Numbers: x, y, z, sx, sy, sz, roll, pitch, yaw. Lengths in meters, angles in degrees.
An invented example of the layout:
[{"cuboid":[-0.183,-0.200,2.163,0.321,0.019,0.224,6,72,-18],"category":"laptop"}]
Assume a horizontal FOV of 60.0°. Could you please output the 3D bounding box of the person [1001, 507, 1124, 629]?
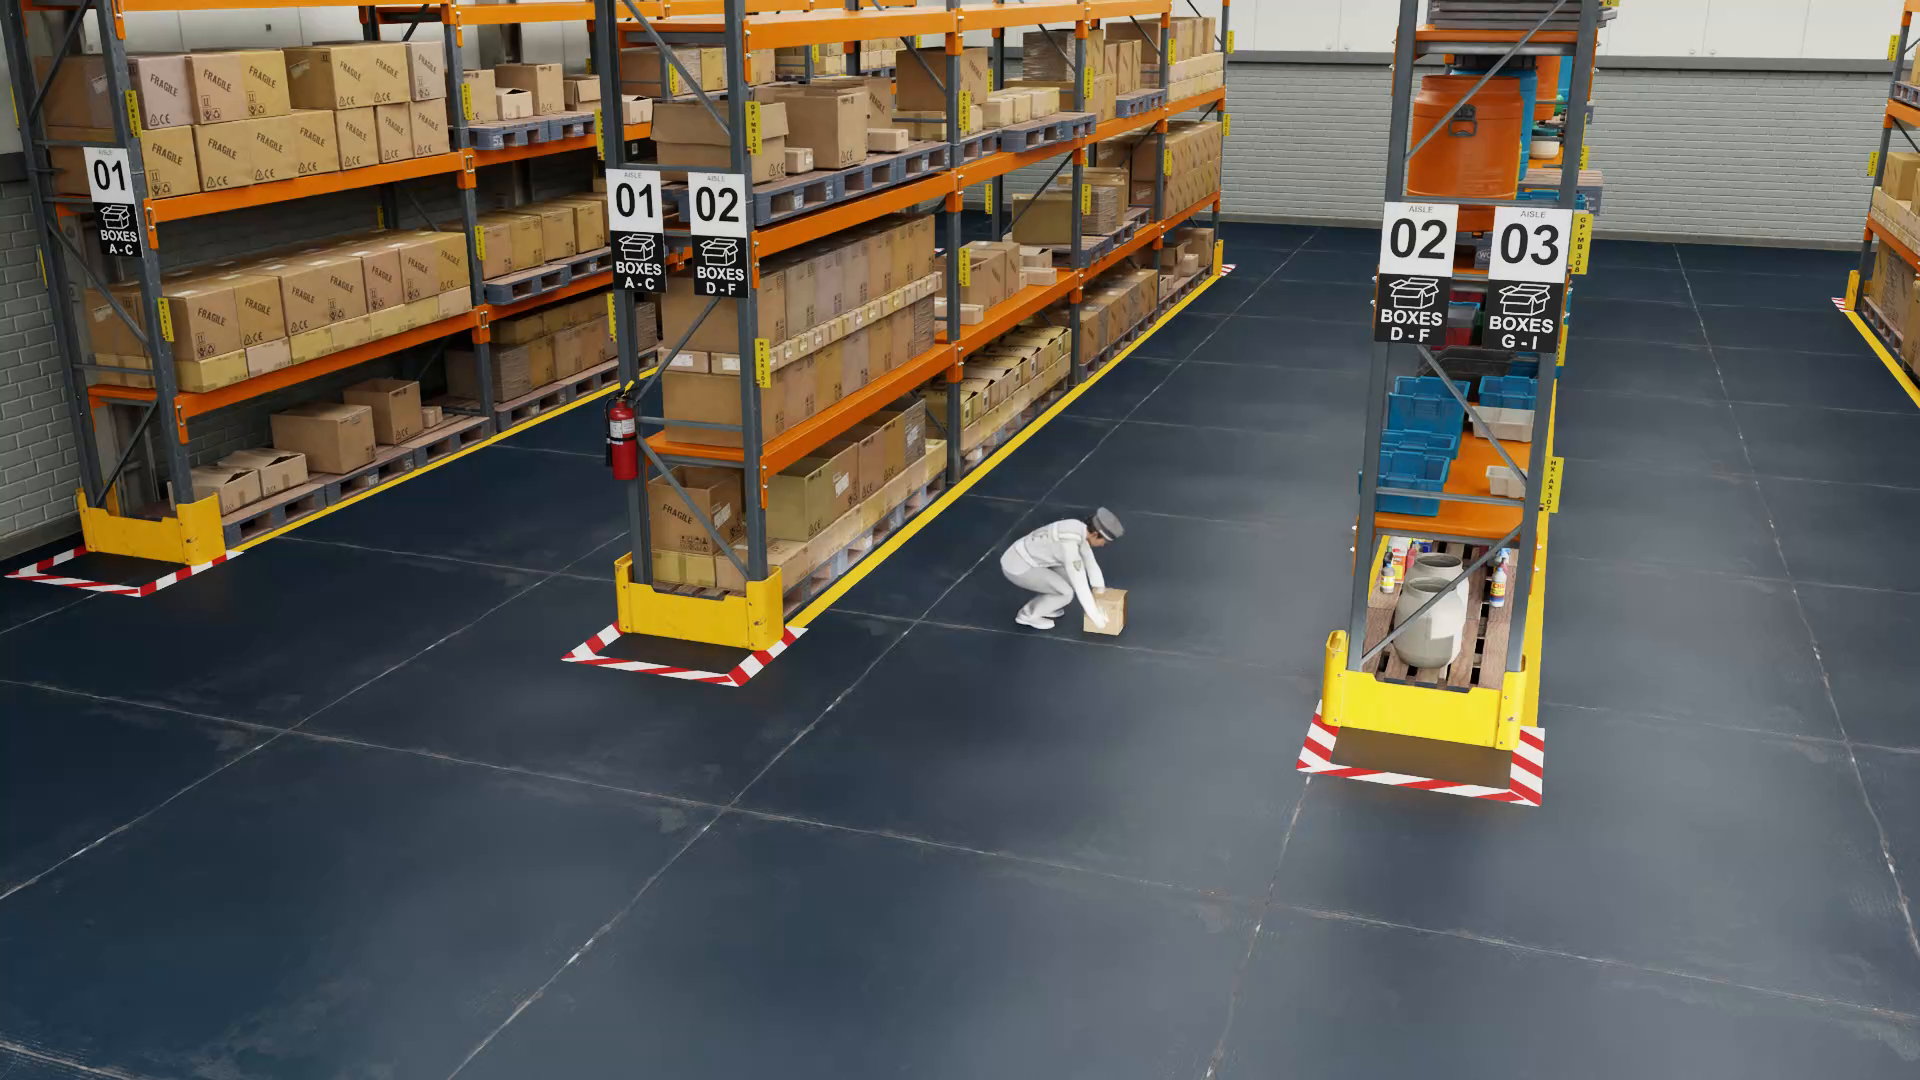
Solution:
[{"cuboid":[0.724,0.180,11.790,0.858,0.866,0.484,6,20,18],"category":"person"}]
